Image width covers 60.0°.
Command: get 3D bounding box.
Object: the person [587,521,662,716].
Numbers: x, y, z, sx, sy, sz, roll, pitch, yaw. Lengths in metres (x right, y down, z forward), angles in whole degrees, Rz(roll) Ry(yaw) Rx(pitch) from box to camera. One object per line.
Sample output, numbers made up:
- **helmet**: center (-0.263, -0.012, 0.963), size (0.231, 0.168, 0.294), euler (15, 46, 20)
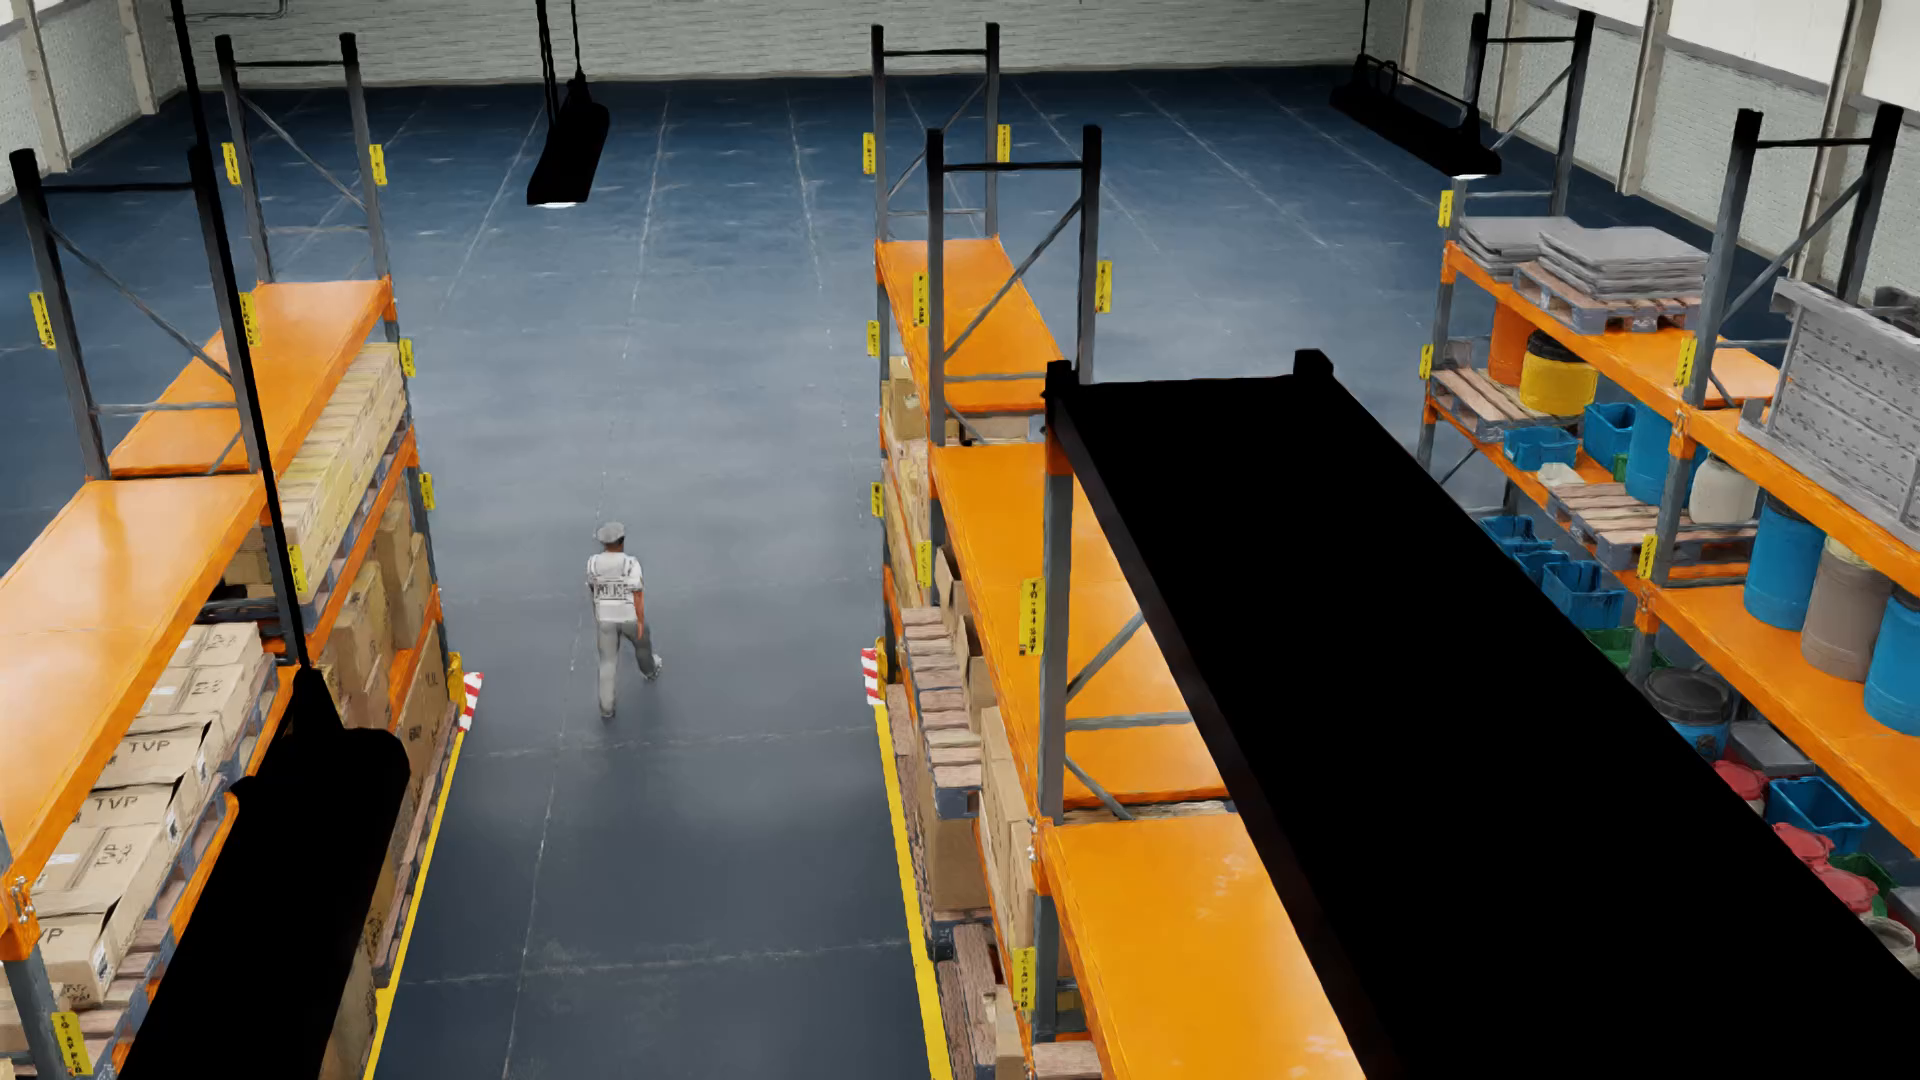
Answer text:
- **person**: center (-3.102, 0.635, 15.150), size (0.535, 1.705, 1.029), euler (1, 26, 2)
